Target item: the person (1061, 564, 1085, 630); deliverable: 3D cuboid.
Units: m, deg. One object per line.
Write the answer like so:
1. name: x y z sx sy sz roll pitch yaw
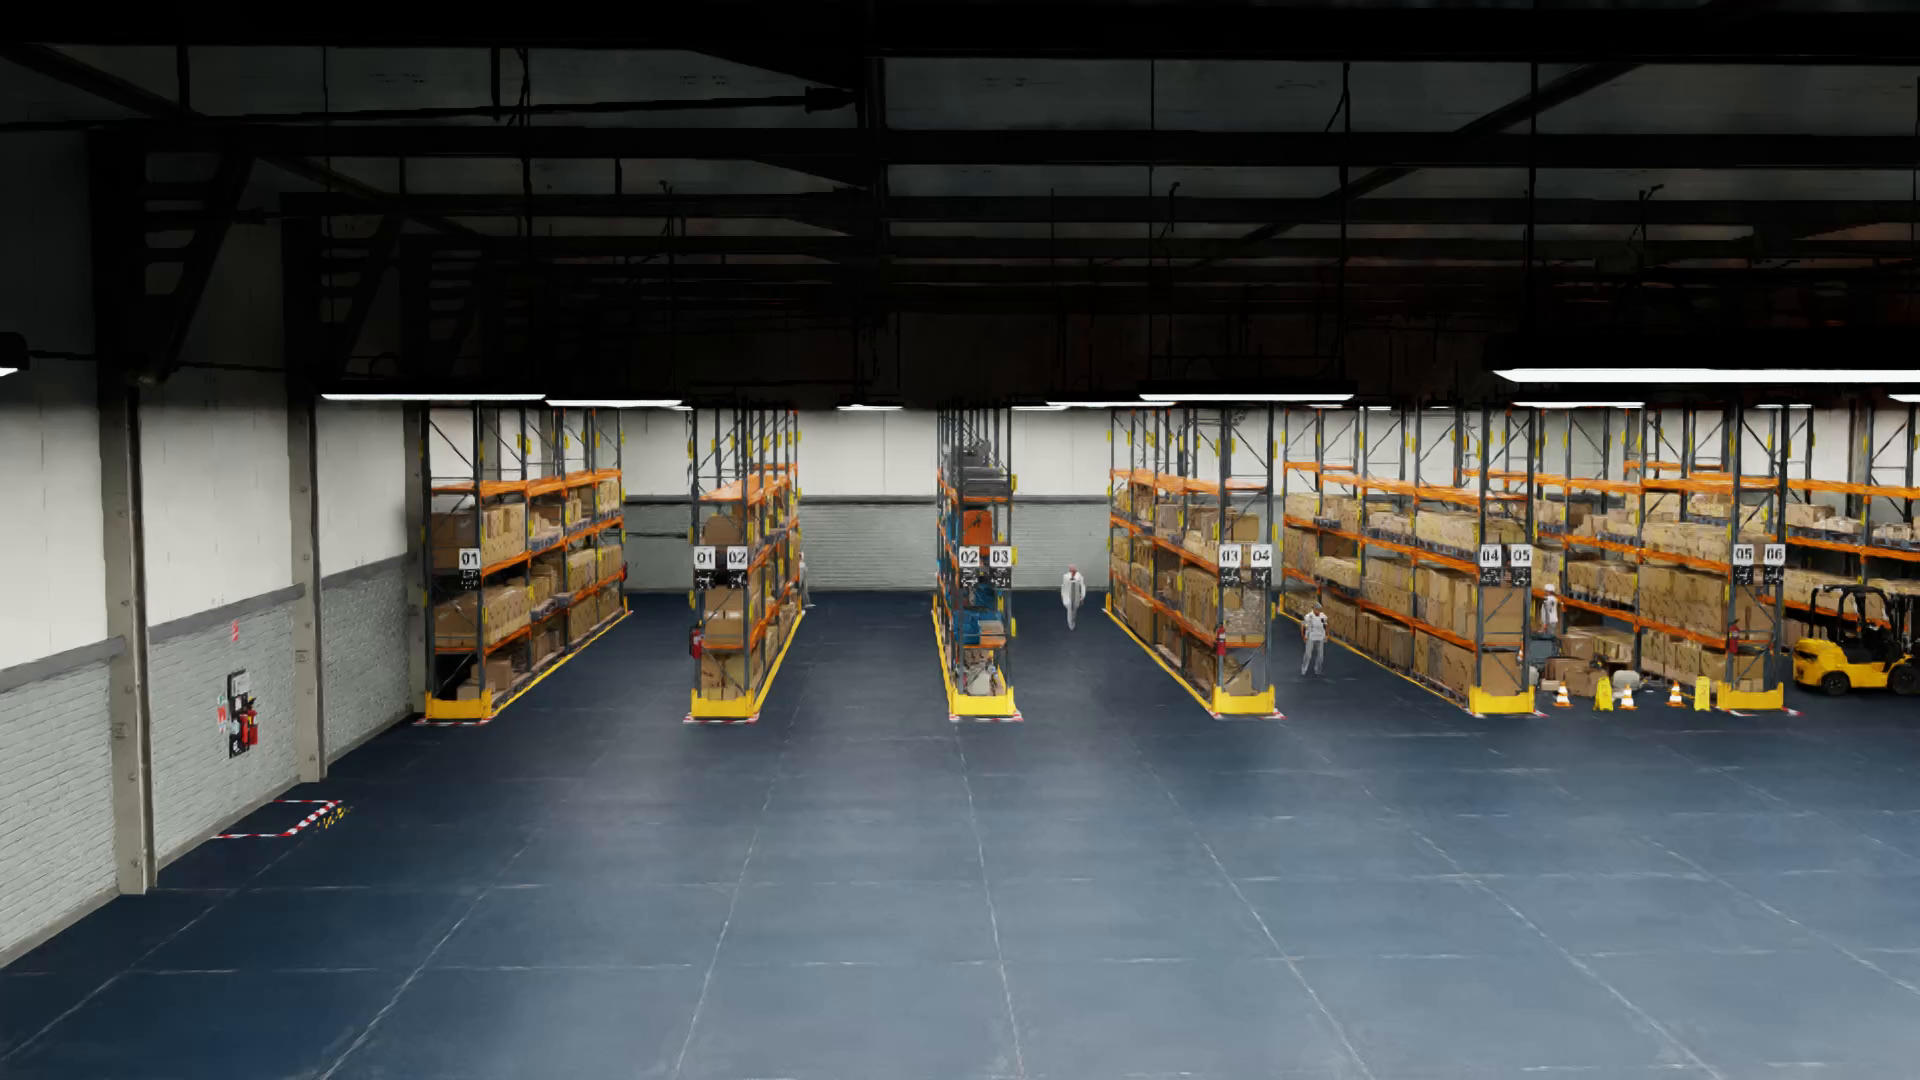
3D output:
1. person: 2.978 1.482 43.711 0.600 1.725 1.111 0 4 -3

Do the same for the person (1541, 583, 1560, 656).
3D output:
1. person: 13.500 1.874 38.196 0.586 1.768 0.640 2 5 23

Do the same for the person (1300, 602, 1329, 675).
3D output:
1. person: 7.702 2.140 36.091 0.625 1.611 0.582 0 4 -3

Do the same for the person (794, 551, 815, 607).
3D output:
1. person: -4.626 1.139 48.434 0.529 1.660 0.673 3 5 30
